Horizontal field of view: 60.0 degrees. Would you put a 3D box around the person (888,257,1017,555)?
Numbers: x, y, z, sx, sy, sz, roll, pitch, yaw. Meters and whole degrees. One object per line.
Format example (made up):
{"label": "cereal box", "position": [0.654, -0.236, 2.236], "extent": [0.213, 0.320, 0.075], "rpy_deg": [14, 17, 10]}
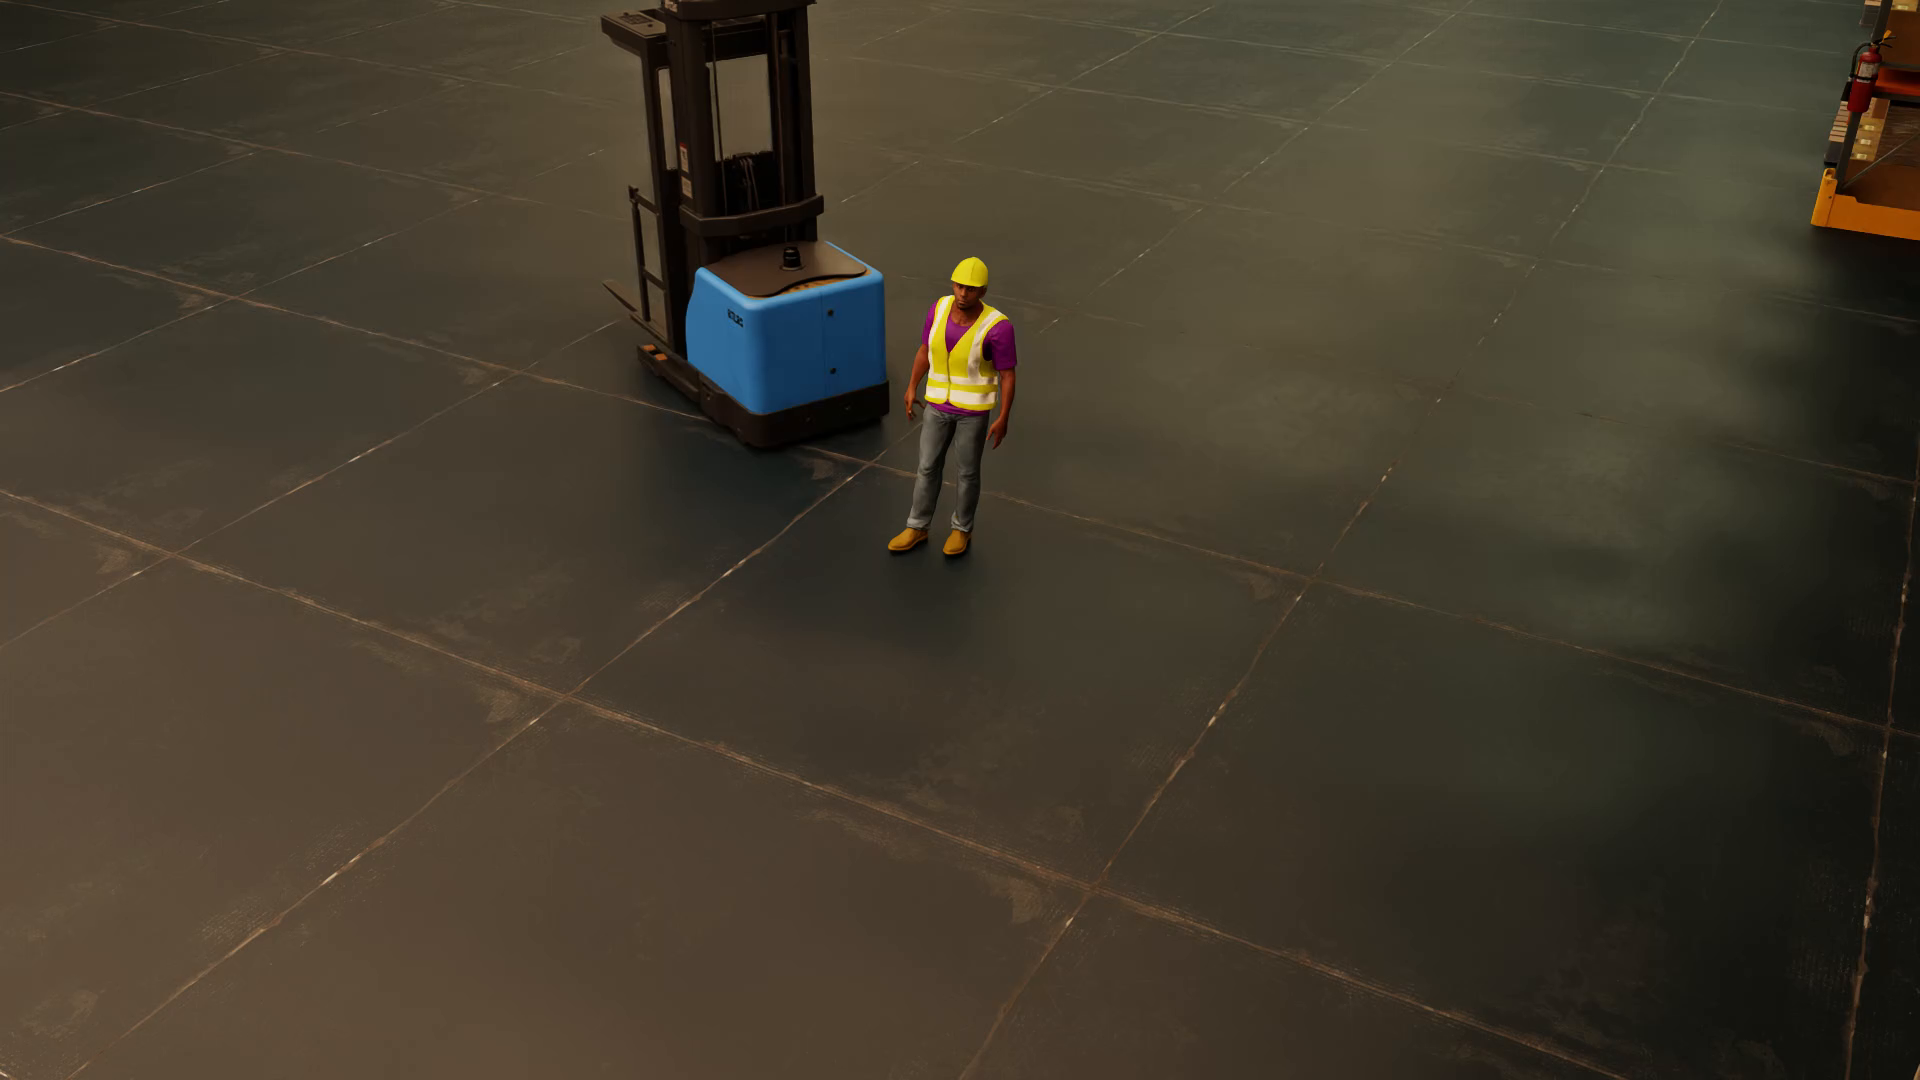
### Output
{"label": "person", "position": [-0.039, -0.743, 9.508], "extent": [0.665, 1.765, 0.577], "rpy_deg": [15, 33, 25]}

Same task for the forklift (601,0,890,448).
{"label": "forklift", "position": [-1.707, -2.569, 11.522], "extent": [1.130, 2.935, 3.031], "rpy_deg": [-18, 35, -28]}
